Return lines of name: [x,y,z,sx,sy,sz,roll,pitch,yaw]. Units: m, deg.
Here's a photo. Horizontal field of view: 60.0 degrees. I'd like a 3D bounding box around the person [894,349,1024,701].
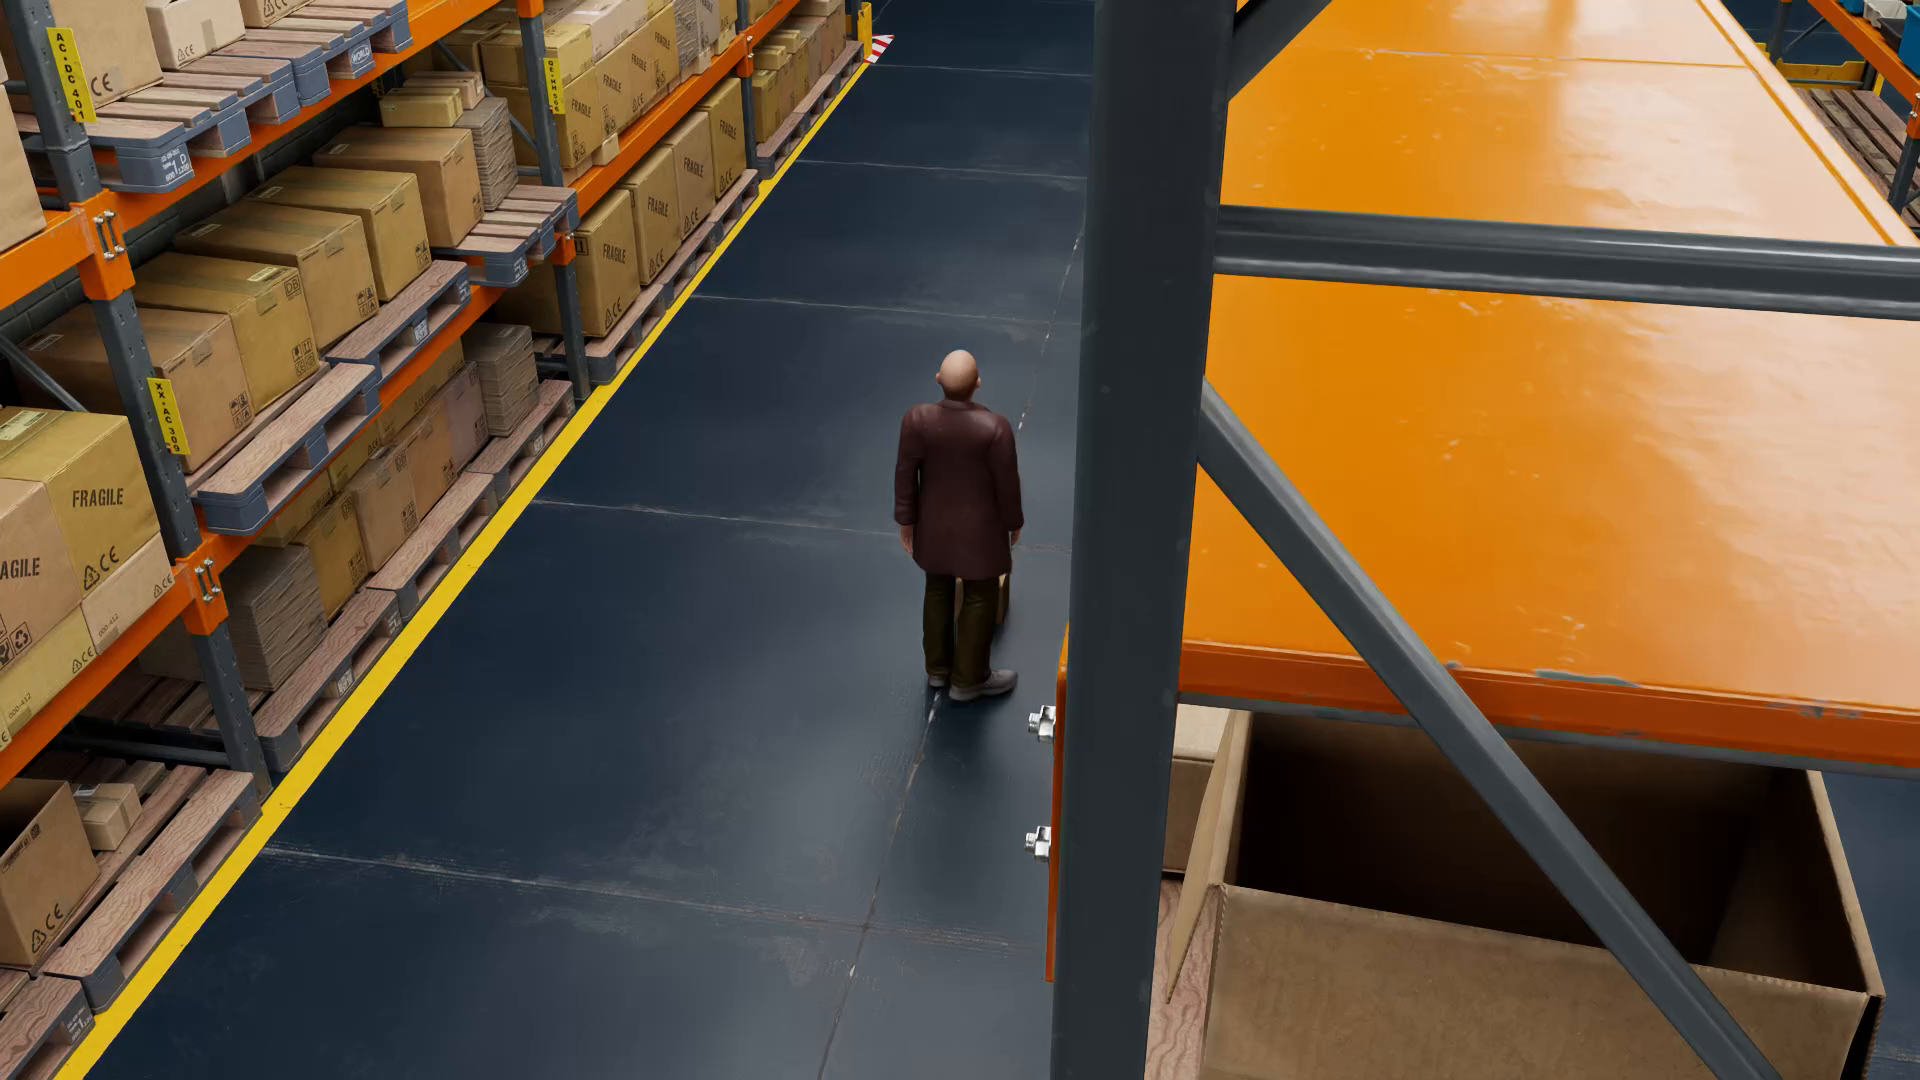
person: [-0.003,-0.081,7.739,0.595,1.782,0.465,10,33,15]
